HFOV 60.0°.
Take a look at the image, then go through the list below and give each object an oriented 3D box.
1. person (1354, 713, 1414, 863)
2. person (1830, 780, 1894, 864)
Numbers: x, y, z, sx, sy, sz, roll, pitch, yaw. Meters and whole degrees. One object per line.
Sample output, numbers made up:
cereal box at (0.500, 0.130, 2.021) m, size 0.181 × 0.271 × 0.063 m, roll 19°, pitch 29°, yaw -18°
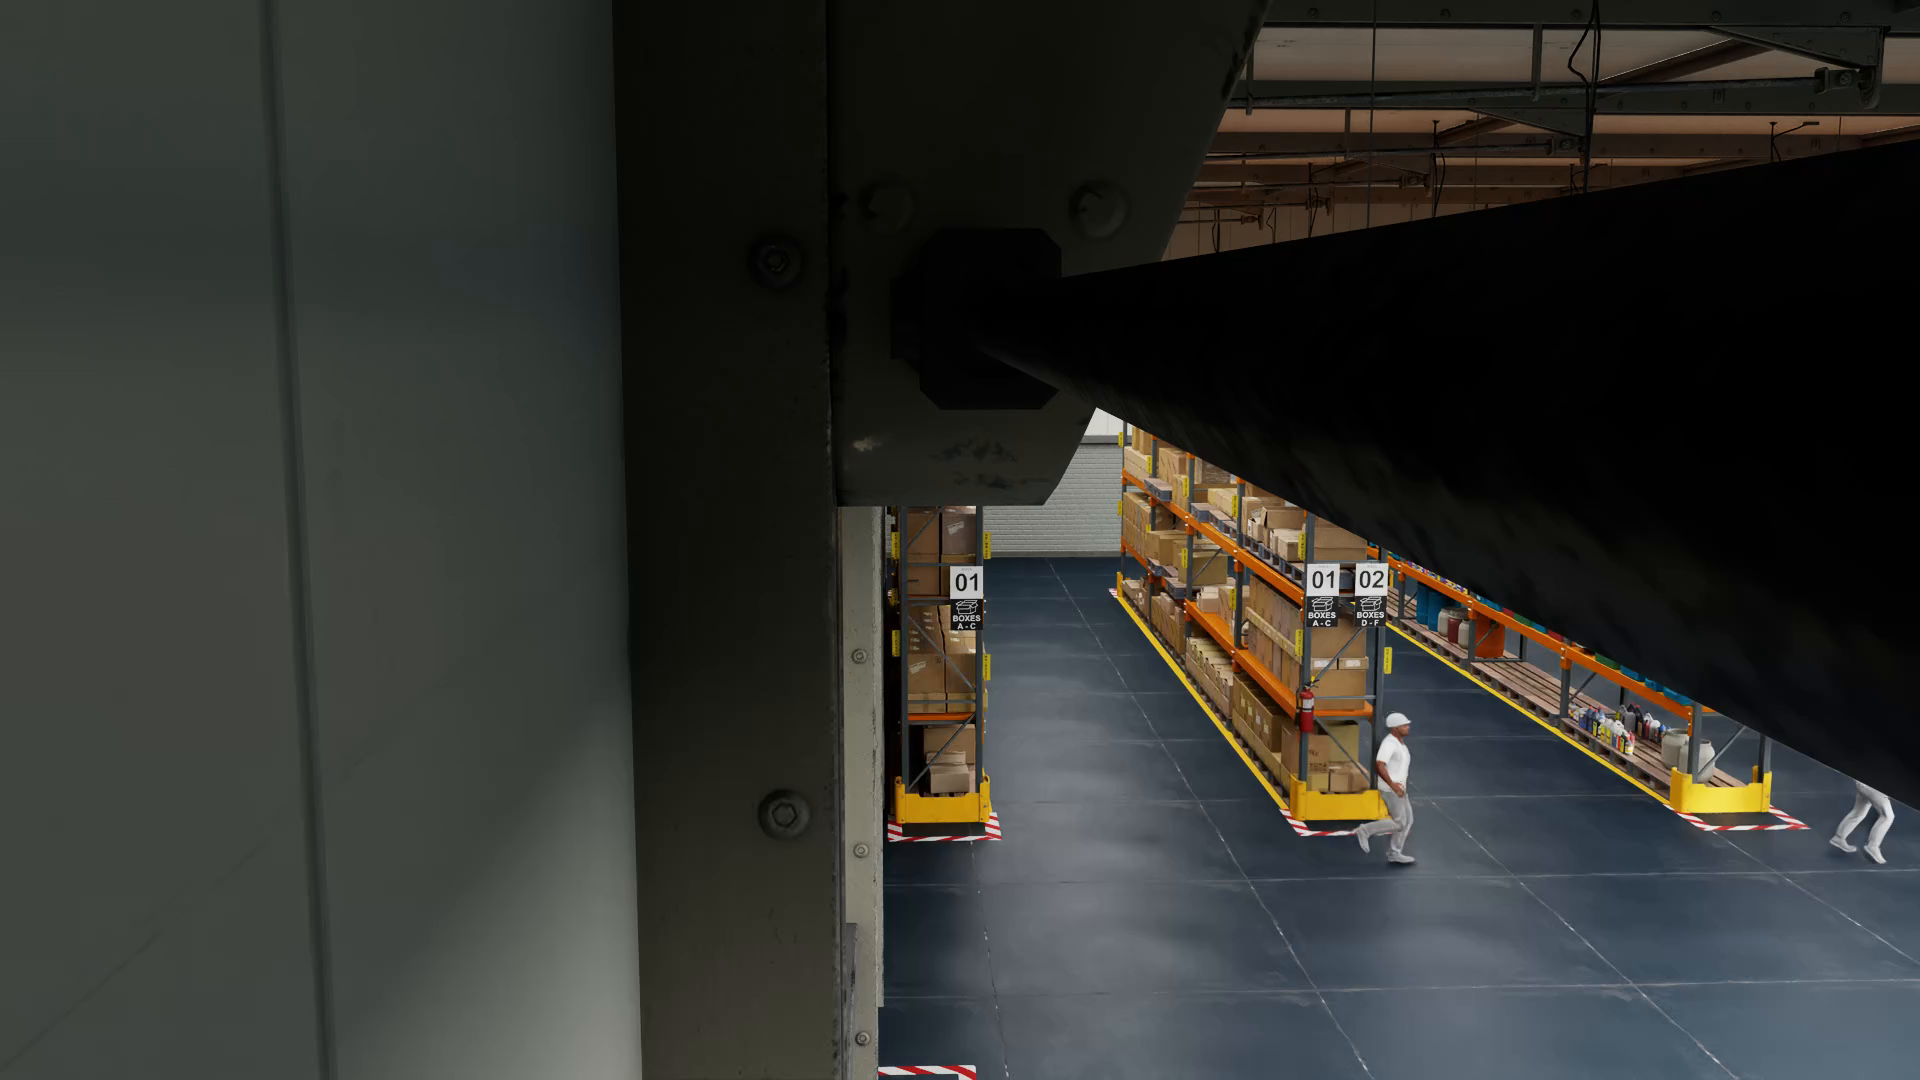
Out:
person at (4.897, 2.825, 19.078) m, size 0.678 × 1.723 × 0.747 m, roll 2°, pitch 8°, yaw 16°
person at (10.425, 2.835, 19.090) m, size 0.701 × 1.748 × 0.599 m, roll 5°, pitch 10°, yaw 33°
